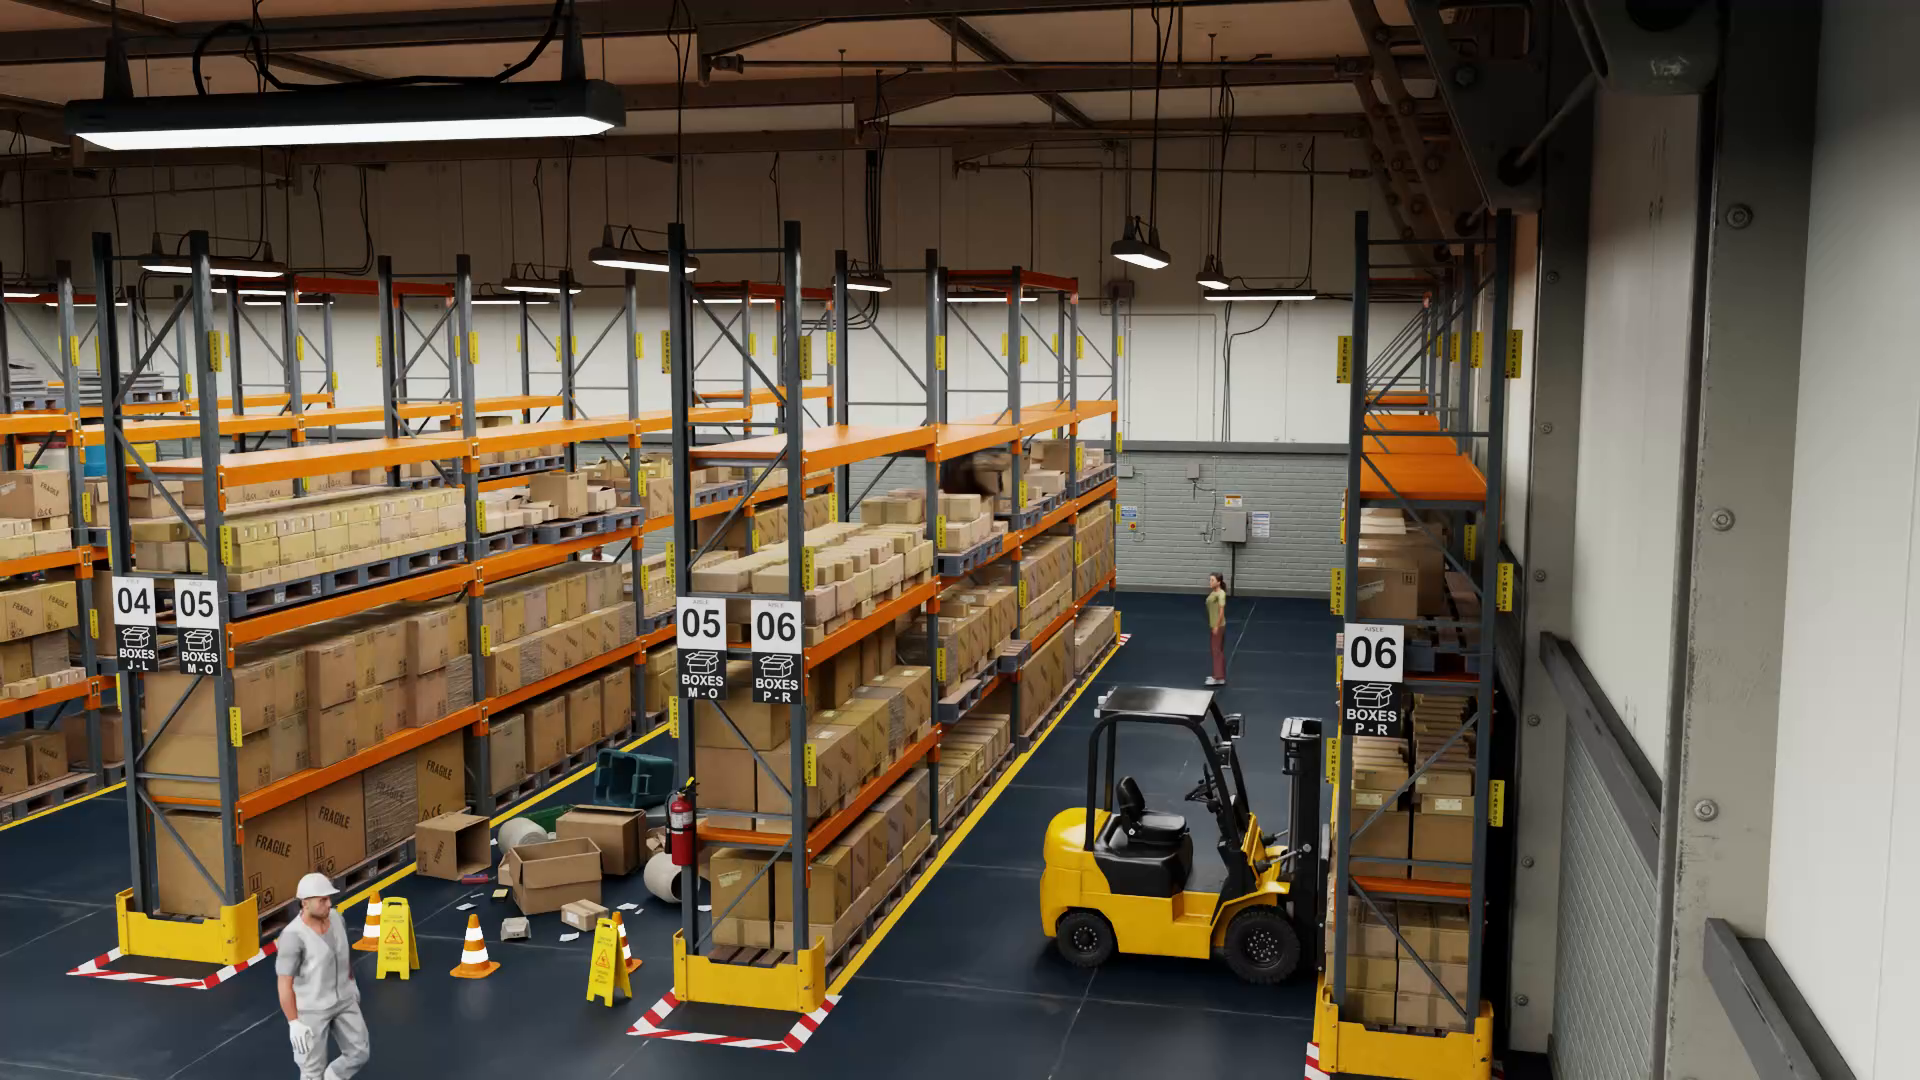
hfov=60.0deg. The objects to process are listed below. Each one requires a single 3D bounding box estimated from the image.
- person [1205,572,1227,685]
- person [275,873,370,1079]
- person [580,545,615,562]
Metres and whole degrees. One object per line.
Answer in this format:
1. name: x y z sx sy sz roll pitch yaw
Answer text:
1. person: -3.739 0.805 20.650 14.948 3.685 9.466 0 7 3
2. person: -4.058 2.989 10.586 0.520 1.787 0.706 3 8 25
3. person: -6.154 0.849 28.022 0.761 1.736 1.016 1 7 12
